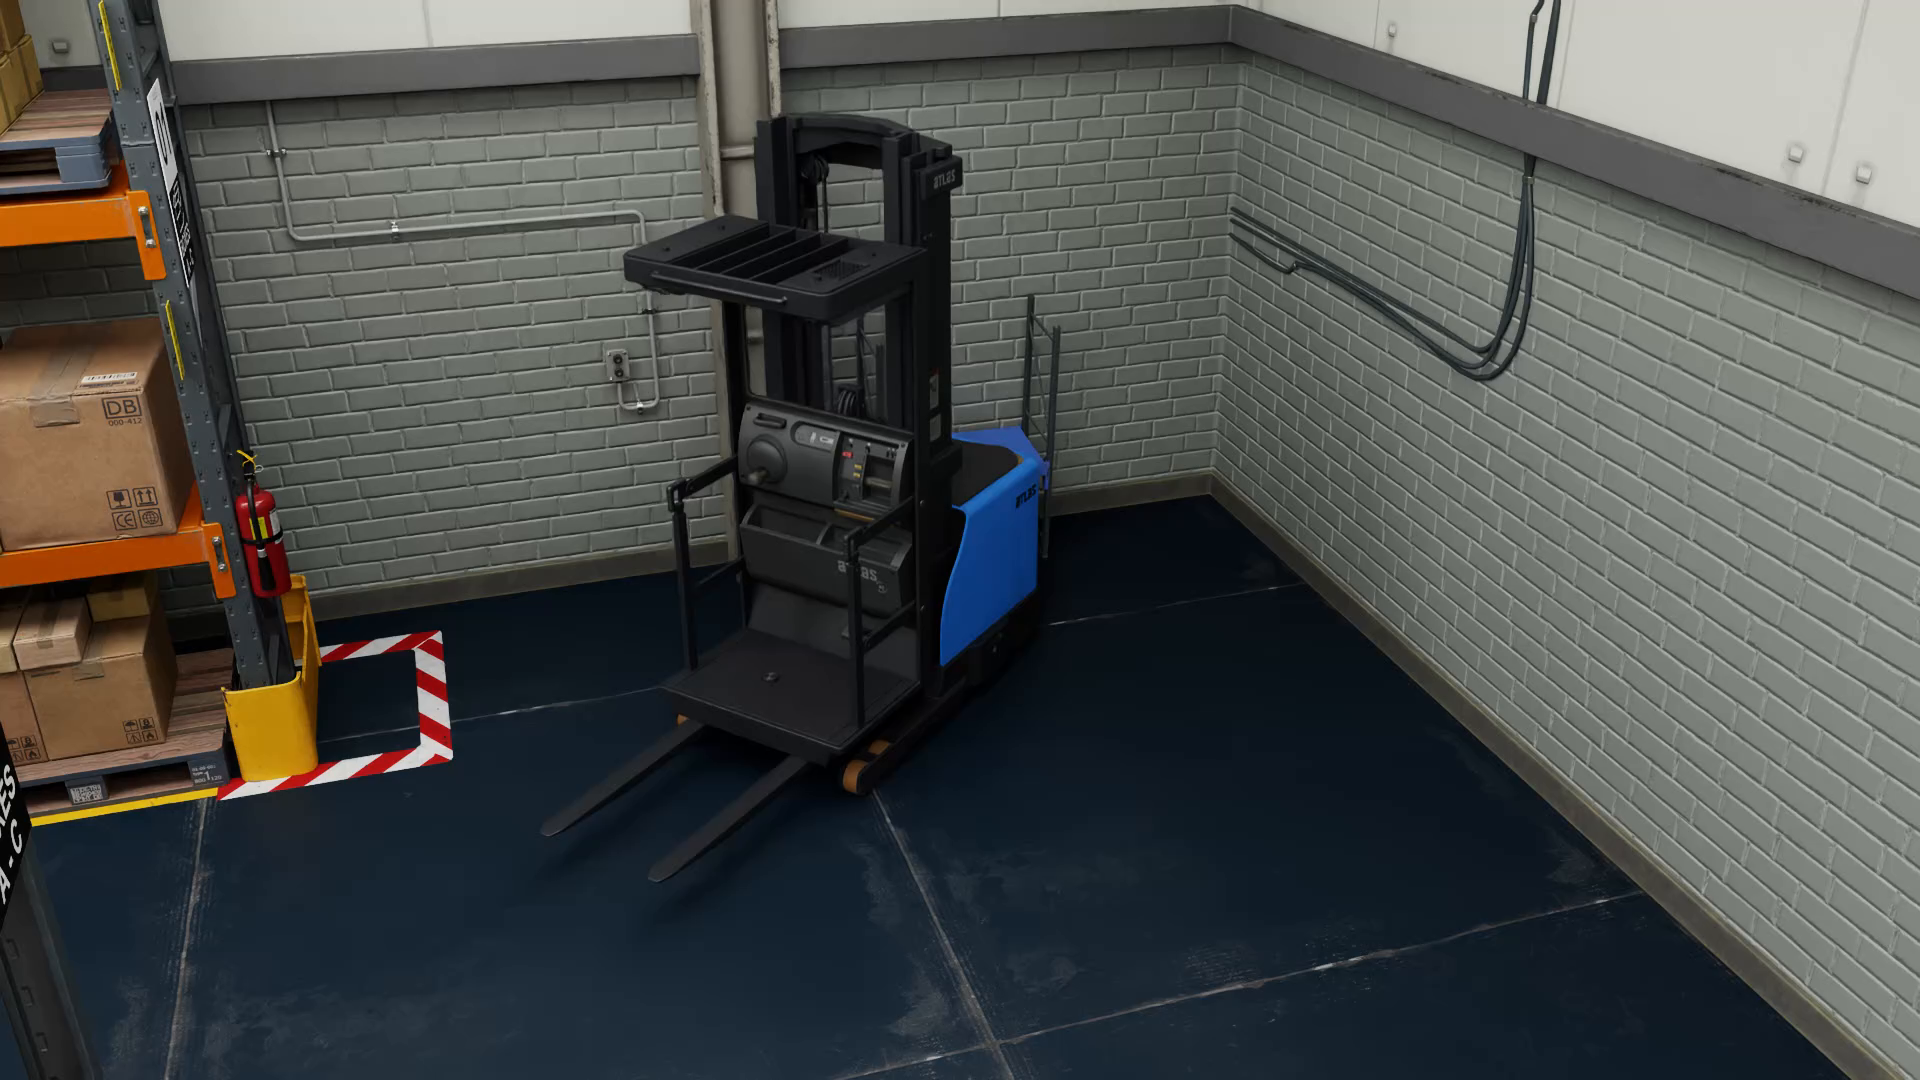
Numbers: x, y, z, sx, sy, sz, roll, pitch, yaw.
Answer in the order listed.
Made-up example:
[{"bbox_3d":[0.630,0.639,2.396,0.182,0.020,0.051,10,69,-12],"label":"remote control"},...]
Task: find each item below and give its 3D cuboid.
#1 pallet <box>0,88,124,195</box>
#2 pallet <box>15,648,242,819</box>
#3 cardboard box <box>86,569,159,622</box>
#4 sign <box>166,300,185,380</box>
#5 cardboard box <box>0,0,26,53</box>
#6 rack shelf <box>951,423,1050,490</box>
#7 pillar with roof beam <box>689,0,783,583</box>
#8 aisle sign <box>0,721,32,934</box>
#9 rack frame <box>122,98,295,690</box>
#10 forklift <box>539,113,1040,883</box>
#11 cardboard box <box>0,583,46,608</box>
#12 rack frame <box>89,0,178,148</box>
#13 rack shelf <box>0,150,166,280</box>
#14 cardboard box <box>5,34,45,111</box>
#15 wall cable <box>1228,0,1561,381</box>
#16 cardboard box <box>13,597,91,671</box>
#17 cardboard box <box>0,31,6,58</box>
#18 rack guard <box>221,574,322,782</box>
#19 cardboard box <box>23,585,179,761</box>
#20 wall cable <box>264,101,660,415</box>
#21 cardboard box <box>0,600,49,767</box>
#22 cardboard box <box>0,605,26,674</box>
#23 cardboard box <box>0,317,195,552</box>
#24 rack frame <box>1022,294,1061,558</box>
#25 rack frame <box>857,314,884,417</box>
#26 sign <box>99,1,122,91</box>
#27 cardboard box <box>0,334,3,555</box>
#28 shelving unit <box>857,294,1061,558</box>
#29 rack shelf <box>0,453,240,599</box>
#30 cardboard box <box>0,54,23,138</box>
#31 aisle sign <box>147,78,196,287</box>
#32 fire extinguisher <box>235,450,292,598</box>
[{"bbox_3d":[-4.161,-1.645,6.917,1.213,0.211,1.003,-8,28,-16],"label":"pallet"},{"bbox_3d":[-4.195,0.944,8.111,1.213,0.211,1.003,-8,28,-16],"label":"pallet"},{"bbox_3d":[-4.036,0.230,8.023,0.250,0.149,0.380,-8,28,-16],"label":"cardboard box"},{"bbox_3d":[-3.304,-0.841,7.003,0.005,0.325,0.100,-8,28,-16],"label":"sign"},{"bbox_3d":[-4.228,-2.295,6.866,0.500,0.500,0.500,-9,28,-18],"label":"cardboard box"},{"bbox_3d":[-0.031,-0.442,9.813,1.000,0.185,0.538,-7,32,-15],"label":"rack shelf"},{"bbox_3d":[0.174,-2.052,4.264,0.400,9.000,9.100,-8,28,-16],"label":"pillar with roof beam"},{"bbox_3d":[-1.947,0.348,3.252,0.004,0.787,0.394,-8,28,-16],"label":"aisle sign"},{"bbox_3d":[-3.459,-0.448,7.779,0.127,3.000,1.000,-8,28,-16],"label":"rack frame"},{"bbox_3d":[-0.758,-0.347,7.653,1.130,2.935,3.031,15,30,27],"label":"forklift"},{"bbox_3d":[-4.518,0.300,7.882,0.250,0.149,0.380,-8,28,-16],"label":"cardboard box"},{"bbox_3d":[-3.459,-3.135,6.445,0.127,3.000,1.000,-8,28,-16],"label":"rack frame"},{"bbox_3d":[-5.360,-1.194,6.717,4.000,0.370,1.077,-8,28,-16],"label":"rack shelf"},{"bbox_3d":[-4.229,-1.960,7.036,0.500,0.250,0.500,-7,27,-13],"label":"cardboard box"},{"bbox_3d":[2.030,-2.372,8.400,0.112,2.526,3.097,-8,28,-16],"label":"wall cable"},{"bbox_3d":[-4.159,0.426,7.627,0.250,0.149,0.380,-9,28,-17],"label":"cardboard box"},{"bbox_3d":[-4.070,-2.077,6.428,0.500,0.500,0.500,-8,28,-16],"label":"cardboard box"},{"bbox_3d":[-3.436,0.668,8.342,0.348,0.500,1.175,-8,28,-16],"label":"rack guard"},{"bbox_3d":[-4.093,0.622,7.962,0.500,0.500,0.700,-8,28,-16],"label":"cardboard box"},{"bbox_3d":[-2.534,-1.479,8.714,1.851,1.984,0.084,-8,28,-16],"label":"wall cable"},{"bbox_3d":[-4.569,0.691,7.823,0.500,0.500,0.700,-8,28,-16],"label":"cardboard box"},{"bbox_3d":[-4.402,0.462,7.556,0.250,0.149,0.380,-7,27,-15],"label":"cardboard box"},{"bbox_3d":[-3.941,-0.508,7.562,0.700,0.700,0.980,-7,27,-14],"label":"cardboard box"},{"bbox_3d":[0.461,-0.660,9.850,0.032,1.500,0.500,-7,32,-15],"label":"rack frame"},{"bbox_3d":[-0.514,-0.532,9.592,0.032,1.500,0.500,-7,32,-15],"label":"rack frame"},{"bbox_3d":[-3.304,-1.921,6.467,0.005,0.325,0.100,-8,28,-16],"label":"sign"},{"bbox_3d":[-4.629,-0.403,7.351,0.700,0.700,0.980,-8,28,-17],"label":"cardboard box"},{"bbox_3d":[-0.026,-0.596,9.721,1.048,1.500,0.538,-7,32,-15],"label":"shelving unit"},{"bbox_3d":[-5.360,0.150,7.384,4.000,0.370,1.077,-8,28,-16],"label":"rack shelf"},{"bbox_3d":[-4.073,-1.744,6.601,0.500,0.250,0.500,-7,27,-15],"label":"cardboard box"},{"bbox_3d":[-3.297,-1.495,6.965,0.004,0.787,0.394,-8,28,-16],"label":"aisle sign"},{"bbox_3d":[-3.172,-0.072,7.528,0.183,0.674,0.296,-8,28,-16],"label":"fire extinguisher"}]
